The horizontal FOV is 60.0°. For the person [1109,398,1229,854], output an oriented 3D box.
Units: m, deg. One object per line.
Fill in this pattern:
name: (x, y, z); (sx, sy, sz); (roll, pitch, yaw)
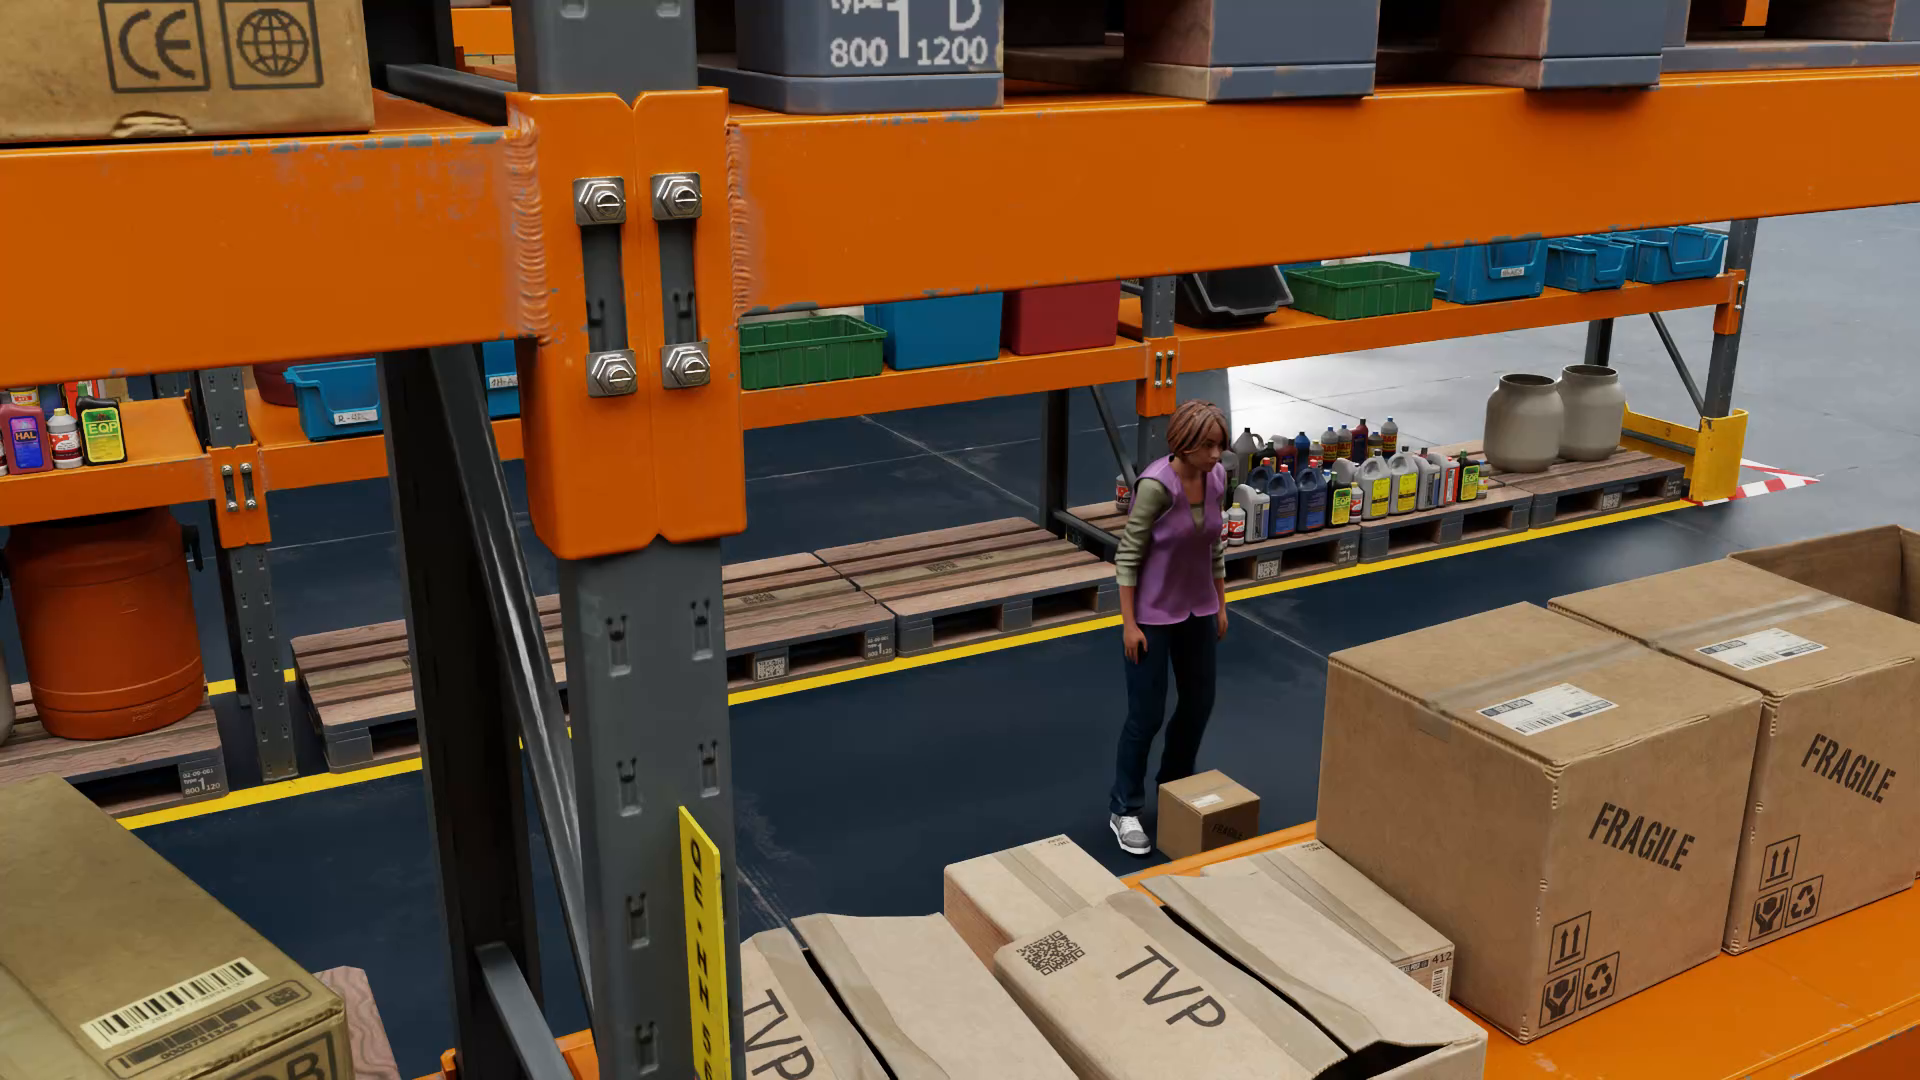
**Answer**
person: (0.734, 0.280, 5.756); (0.475, 1.591, 0.346); (-11, 22, -30)
